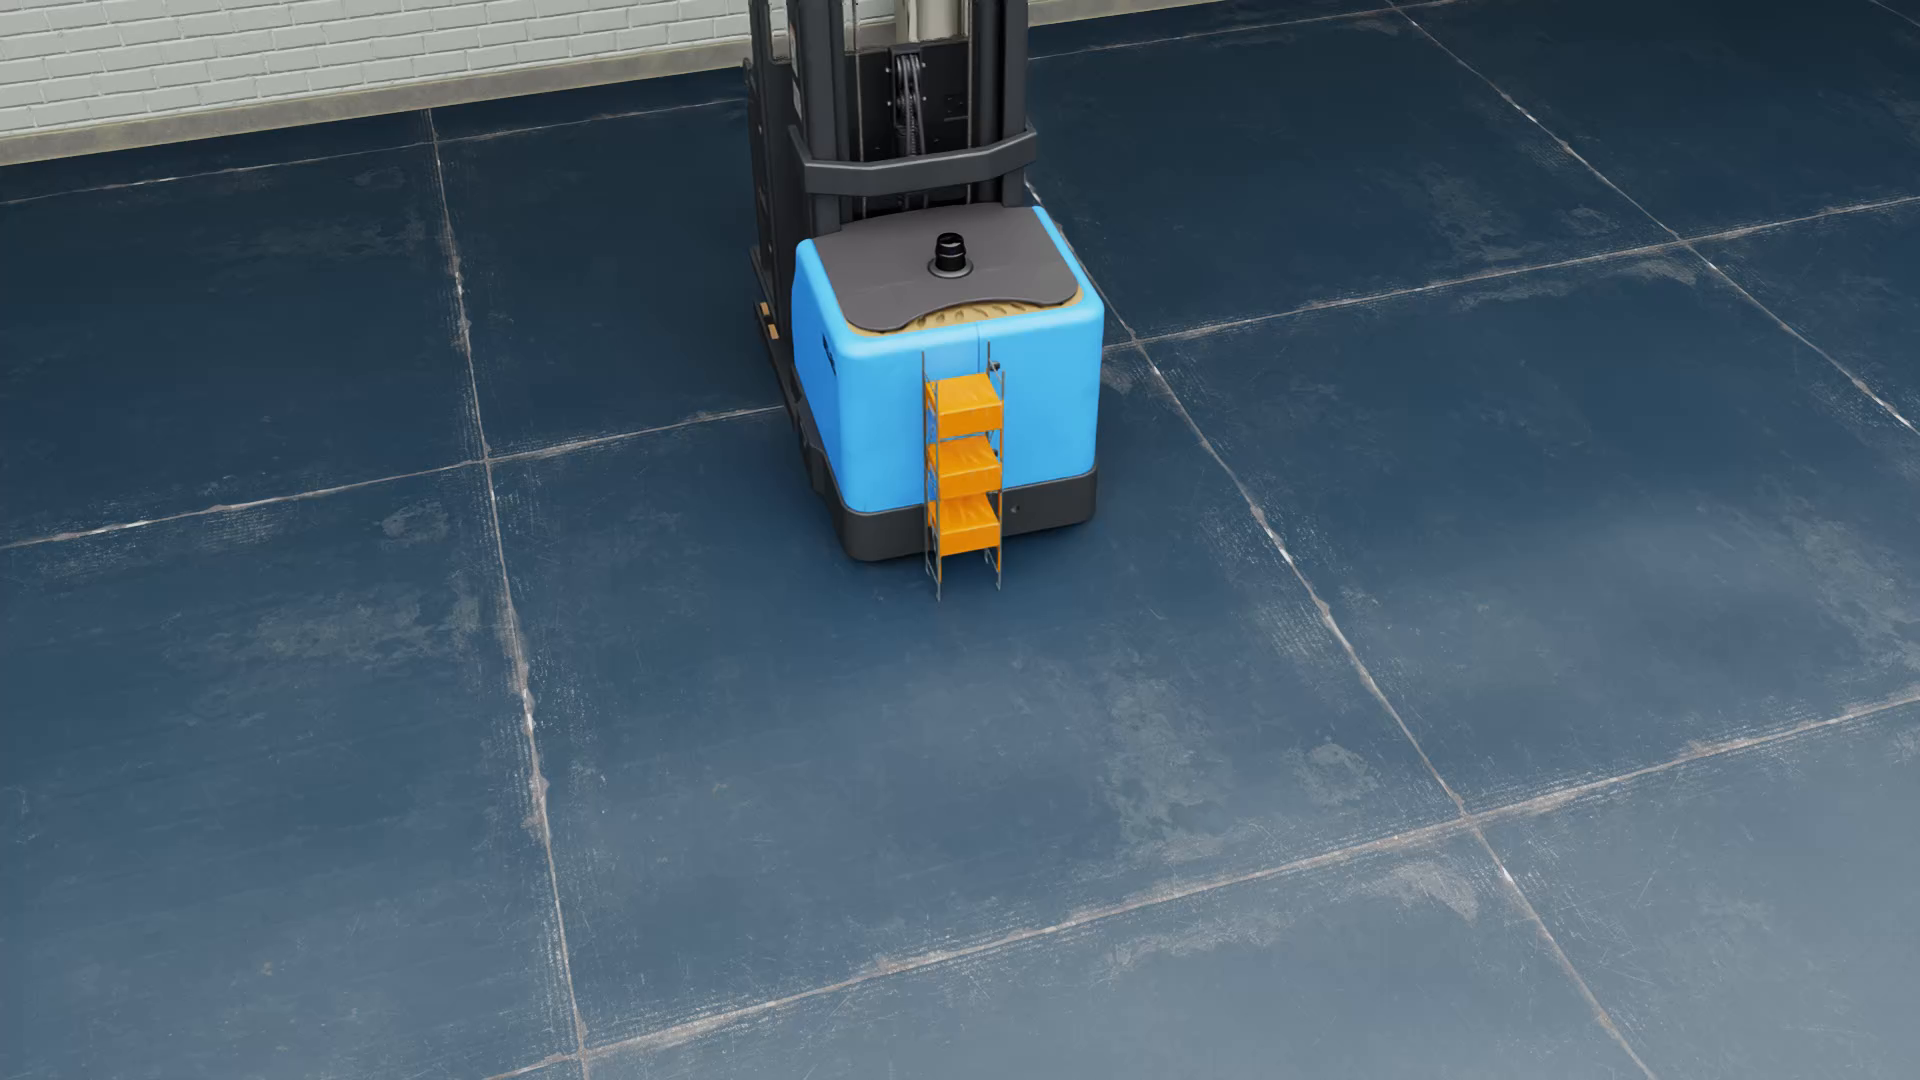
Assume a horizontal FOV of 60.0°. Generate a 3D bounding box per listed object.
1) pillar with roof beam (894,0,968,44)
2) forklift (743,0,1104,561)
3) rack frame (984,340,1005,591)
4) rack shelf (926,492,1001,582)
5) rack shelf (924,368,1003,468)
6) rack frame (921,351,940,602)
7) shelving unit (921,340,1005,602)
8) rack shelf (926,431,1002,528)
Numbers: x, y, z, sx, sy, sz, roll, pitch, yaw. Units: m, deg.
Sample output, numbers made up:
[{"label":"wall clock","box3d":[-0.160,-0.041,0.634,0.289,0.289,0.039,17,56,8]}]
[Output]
[{"label":"pillar with roof beam","box3d":[1.126,-3.702,4.148,0.400,9.000,9.100,-12,42,-13]},{"label":"forklift","box3d":[-0.340,-2.001,6.813,1.130,2.935,3.031,-11,42,-12]},{"label":"rack frame","box3d":[0.128,-0.260,6.249,0.008,1.050,0.200,-11,42,-12]},{"label":"rack shelf","box3d":[0.010,-0.021,6.414,0.240,0.259,0.215,-11,42,-12]},{"label":"rack shelf","box3d":[0.010,-0.444,6.045,0.240,0.259,0.215,-11,42,-12]},{"label":"rack frame","box3d":[-0.107,-0.216,6.199,0.008,1.050,0.200,-11,42,-12]},{"label":"shelving unit","box3d":[0.010,-0.238,6.224,0.252,1.050,0.215,-11,42,-12]},{"label":"rack shelf","box3d":[0.010,-0.230,6.231,0.240,0.259,0.215,-11,42,-12]}]
